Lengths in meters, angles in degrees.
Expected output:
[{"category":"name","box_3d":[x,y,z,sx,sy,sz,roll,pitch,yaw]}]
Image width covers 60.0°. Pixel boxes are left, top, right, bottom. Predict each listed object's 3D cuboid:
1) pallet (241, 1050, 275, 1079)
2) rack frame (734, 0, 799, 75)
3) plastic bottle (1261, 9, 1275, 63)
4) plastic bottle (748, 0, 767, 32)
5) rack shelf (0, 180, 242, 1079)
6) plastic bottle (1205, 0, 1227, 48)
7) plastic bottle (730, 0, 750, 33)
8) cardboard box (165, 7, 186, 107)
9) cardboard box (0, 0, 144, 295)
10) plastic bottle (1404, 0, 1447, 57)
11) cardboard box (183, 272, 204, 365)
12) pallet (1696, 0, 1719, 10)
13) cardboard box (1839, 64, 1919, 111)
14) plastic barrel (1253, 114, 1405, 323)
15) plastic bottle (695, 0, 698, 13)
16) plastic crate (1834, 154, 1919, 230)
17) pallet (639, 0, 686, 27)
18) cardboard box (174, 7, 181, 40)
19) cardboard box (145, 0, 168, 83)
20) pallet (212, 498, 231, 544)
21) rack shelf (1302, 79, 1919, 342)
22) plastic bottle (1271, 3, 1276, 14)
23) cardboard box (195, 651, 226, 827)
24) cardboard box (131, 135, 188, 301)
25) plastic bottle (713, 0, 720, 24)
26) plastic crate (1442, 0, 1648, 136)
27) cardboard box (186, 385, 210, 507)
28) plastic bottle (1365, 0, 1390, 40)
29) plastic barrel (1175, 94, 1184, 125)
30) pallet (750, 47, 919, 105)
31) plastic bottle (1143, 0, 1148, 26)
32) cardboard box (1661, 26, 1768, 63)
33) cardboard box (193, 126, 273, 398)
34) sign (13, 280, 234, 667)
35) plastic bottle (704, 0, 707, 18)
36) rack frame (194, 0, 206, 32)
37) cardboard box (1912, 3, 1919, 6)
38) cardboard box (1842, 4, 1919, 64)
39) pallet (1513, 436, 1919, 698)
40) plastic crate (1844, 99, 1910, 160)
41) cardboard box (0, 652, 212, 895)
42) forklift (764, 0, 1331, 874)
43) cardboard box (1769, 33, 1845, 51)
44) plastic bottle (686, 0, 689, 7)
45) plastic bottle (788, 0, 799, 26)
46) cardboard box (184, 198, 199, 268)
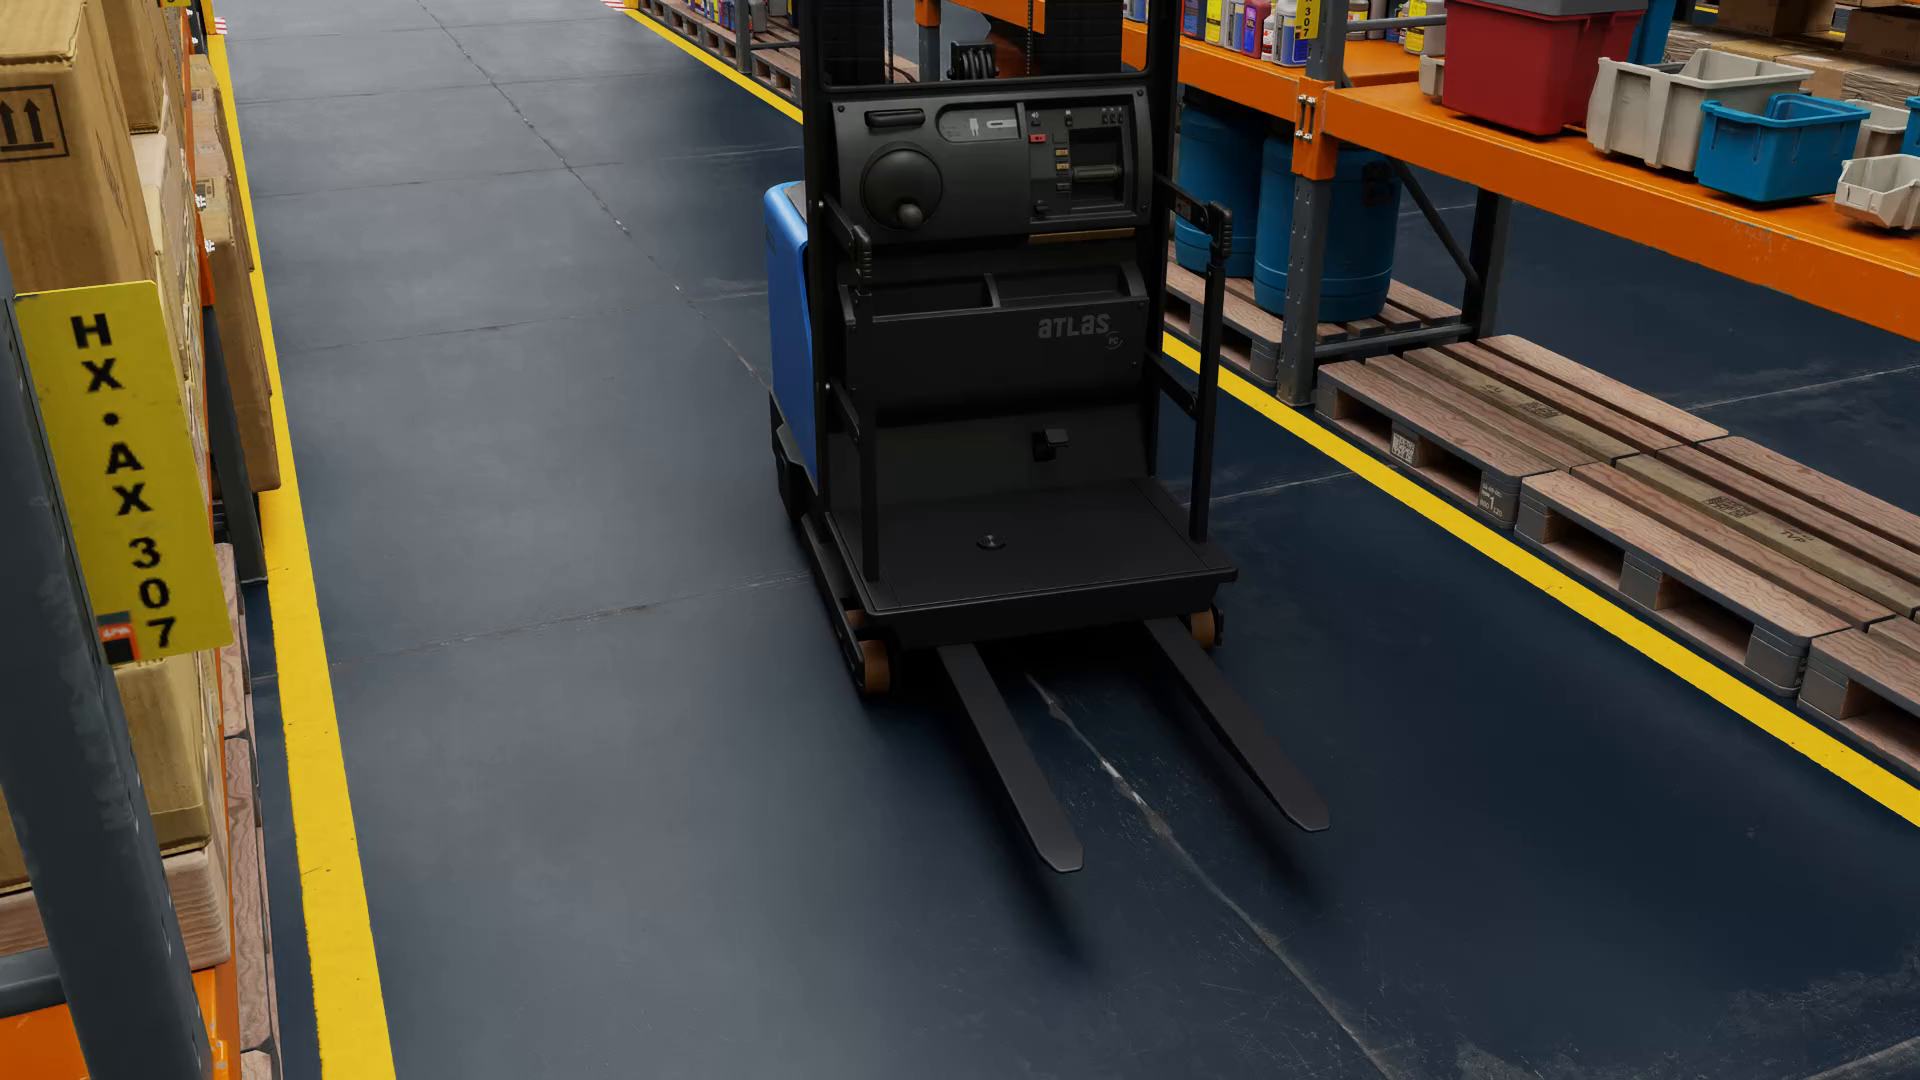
[{"category":"pallet","box_3d":[-1.573,1.413,2.615,1.003,0.211,1.213,-11,28,-21]},{"category":"rack frame","box_3d":[-1.330,-5.226,13.035,1.000,3.000,0.127,-11,28,-21]},{"category":"plastic bottle","box_3d":[1.281,-2.053,6.762,0.097,0.201,0.097,0,26,0]},{"category":"plastic bottle","box_3d":[-1.715,-4.469,14.001,0.144,0.351,0.185,-11,28,-21]},{"category":"rack shelf","box_3d":[-1.971,-0.015,3.181,1.077,0.370,4.000,-11,28,-21]},{"category":"plastic bottle","box_3d":[1.142,-2.289,7.076,0.144,0.351,0.185,-11,28,-21]},{"category":"plastic bottle","box_3d":[-1.847,-4.444,13.950,0.144,0.351,0.185,-11,28,-22]},{"category":"cardboard box","box_3d":[-3.098,-1.824,5.953,0.500,0.500,0.500,-11,28,-22]},{"category":"cardboard box","box_3d":[-1.323,-0.376,2.078,0.500,0.500,0.500,-11,28,-22]},{"category":"plastic bottle","box_3d":[1.948,-2.188,6.869,0.144,0.351,0.185,-11,28,-21]},{"category":"cardboard box","box_3d":[-1.830,-0.447,3.533,0.380,0.149,0.250,-11,28,-21]},{"category":"pallet","box_3d":[8.092,-5.361,16.490,1.003,0.211,1.213,-11,28,-21]},{"category":"cardboard box","box_3d":[5.524,-2.474,9.746,0.500,0.500,0.500,-10,28,-20]},{"category":"plastic barrel","box_3d":[1.606,-1.465,7.244,0.600,0.901,0.708,-11,28,-21]},{"category":"plastic bottle","box_3d":[-2.339,-4.889,14.952,0.097,0.271,0.097,0,26,0]},{"category":"plastic crate","box_3d":[2.519,-0.932,4.473,0.298,0.136,0.250,-11,28,-21]},{"category":"pallet","box_3d":[-2.510,-5.236,16.234,1.003,0.211,1.213,-11,28,-21]},{"category":"cardboard box","box_3d":[-3.710,-2.446,7.227,0.500,0.500,0.500,-11,28,-21]},{"category":"cardboard box","box_3d":[-2.328,-1.409,4.194,0.500,0.500,0.500,-10,28,-19]},{"category":"pallet","box_3d":[-3.126,-0.191,5.900,1.003,0.211,1.213,-11,28,-21]},{"category":"rack shelf","box_3d":[2.586,-0.866,4.924,1.077,0.370,4.000,-11,28,-21]},{"category":"plastic bottle","box_3d":[1.284,-2.117,6.894,0.097,0.201,0.097,0,26,0]},{"category":"cardboard box","box_3d":[-1.125,0.279,2.046,0.380,0.149,0.250,-11,28,-21]},{"category":"cardboard box","box_3d":[-1.935,-0.664,3.523,0.500,0.250,0.500,-10,28,-20]},{"category":"plastic bottle","box_3d":[-2.049,-4.652,14.376,0.144,0.351,0.185,-11,28,-21]},{"category":"plastic crate","box_3d":[1.922,-1.649,5.566,0.402,0.464,0.583,-11,28,-21]},{"category":"cardboard box","box_3d":[-1.529,-0.136,2.897,0.380,0.149,0.250,-11,28,-21]},{"category":"plastic bottle","box_3d":[1.829,-2.341,7.267,0.152,0.276,0.135,-11,28,-21]},{"category":"plastic barrel","box_3d":[0.886,-2.066,8.832,0.600,0.588,0.708,-11,28,-21]},{"category":"pallet","box_3d":[-0.987,-3.663,13.011,1.003,0.211,1.213,-11,28,-21]},{"category":"plastic bottle","box_3d":[0.888,-2.458,7.592,0.097,0.201,0.097,0,26,0]},{"category":"cardboard box","box_3d":[4.921,-3.092,11.011,0.500,0.500,0.500,-12,28,-22]},{"category":"cardboard box","box_3d":[-3.374,-0.995,6.312,1.225,0.875,0.875,-12,28,-22]},{"category":"sign","box_3d":[-0.675,-0.048,1.353,0.100,0.325,0.005,-11,28,-21]},{"category":"plastic bottle","box_3d":[-2.220,-4.766,14.702,0.097,0.271,0.097,0,26,0]},{"category":"rack frame","box_3d":[-7.454,-5.990,14.599,1.000,3.000,0.127,-11,28,-21]},{"category":"cardboard box","box_3d":[8.928,-4.897,14.709,0.700,0.500,0.500,-11,28,-21]},{"category":"cardboard box","box_3d":[5.809,-3.101,10.175,0.500,0.250,0.500,-11,28,-22]},{"category":"pallet","box_3d":[2.608,0.040,5.427,1.003,0.211,1.213,-11,28,-21]},{"category":"plastic crate","box_3d":[2.762,-1.254,5.131,0.293,0.136,0.466,-11,28,-21]},{"category":"cardboard box","box_3d":[-1.127,0.163,1.829,0.500,0.250,0.500,-11,28,-22]},{"category":"forklift","box_3d":[0.158,-1.053,4.565,1.130,2.935,3.031,-7,27,-13]},{"category":"cardboard box","box_3d":[5.580,-2.989,10.801,0.500,0.500,0.500,-12,28,-22]},{"category":"plastic bottle","box_3d":[-2.473,-5.027,15.235,0.097,0.271,0.097,0,26,0]},{"category":"plastic bottle","box_3d":[-1.397,-4.606,14.282,0.144,0.351,0.185,-11,28,-21]},{"category":"cardboard box","box_3d":[-2.132,-0.758,4.170,0.380,0.149,0.250,-11,28,-21]}]
